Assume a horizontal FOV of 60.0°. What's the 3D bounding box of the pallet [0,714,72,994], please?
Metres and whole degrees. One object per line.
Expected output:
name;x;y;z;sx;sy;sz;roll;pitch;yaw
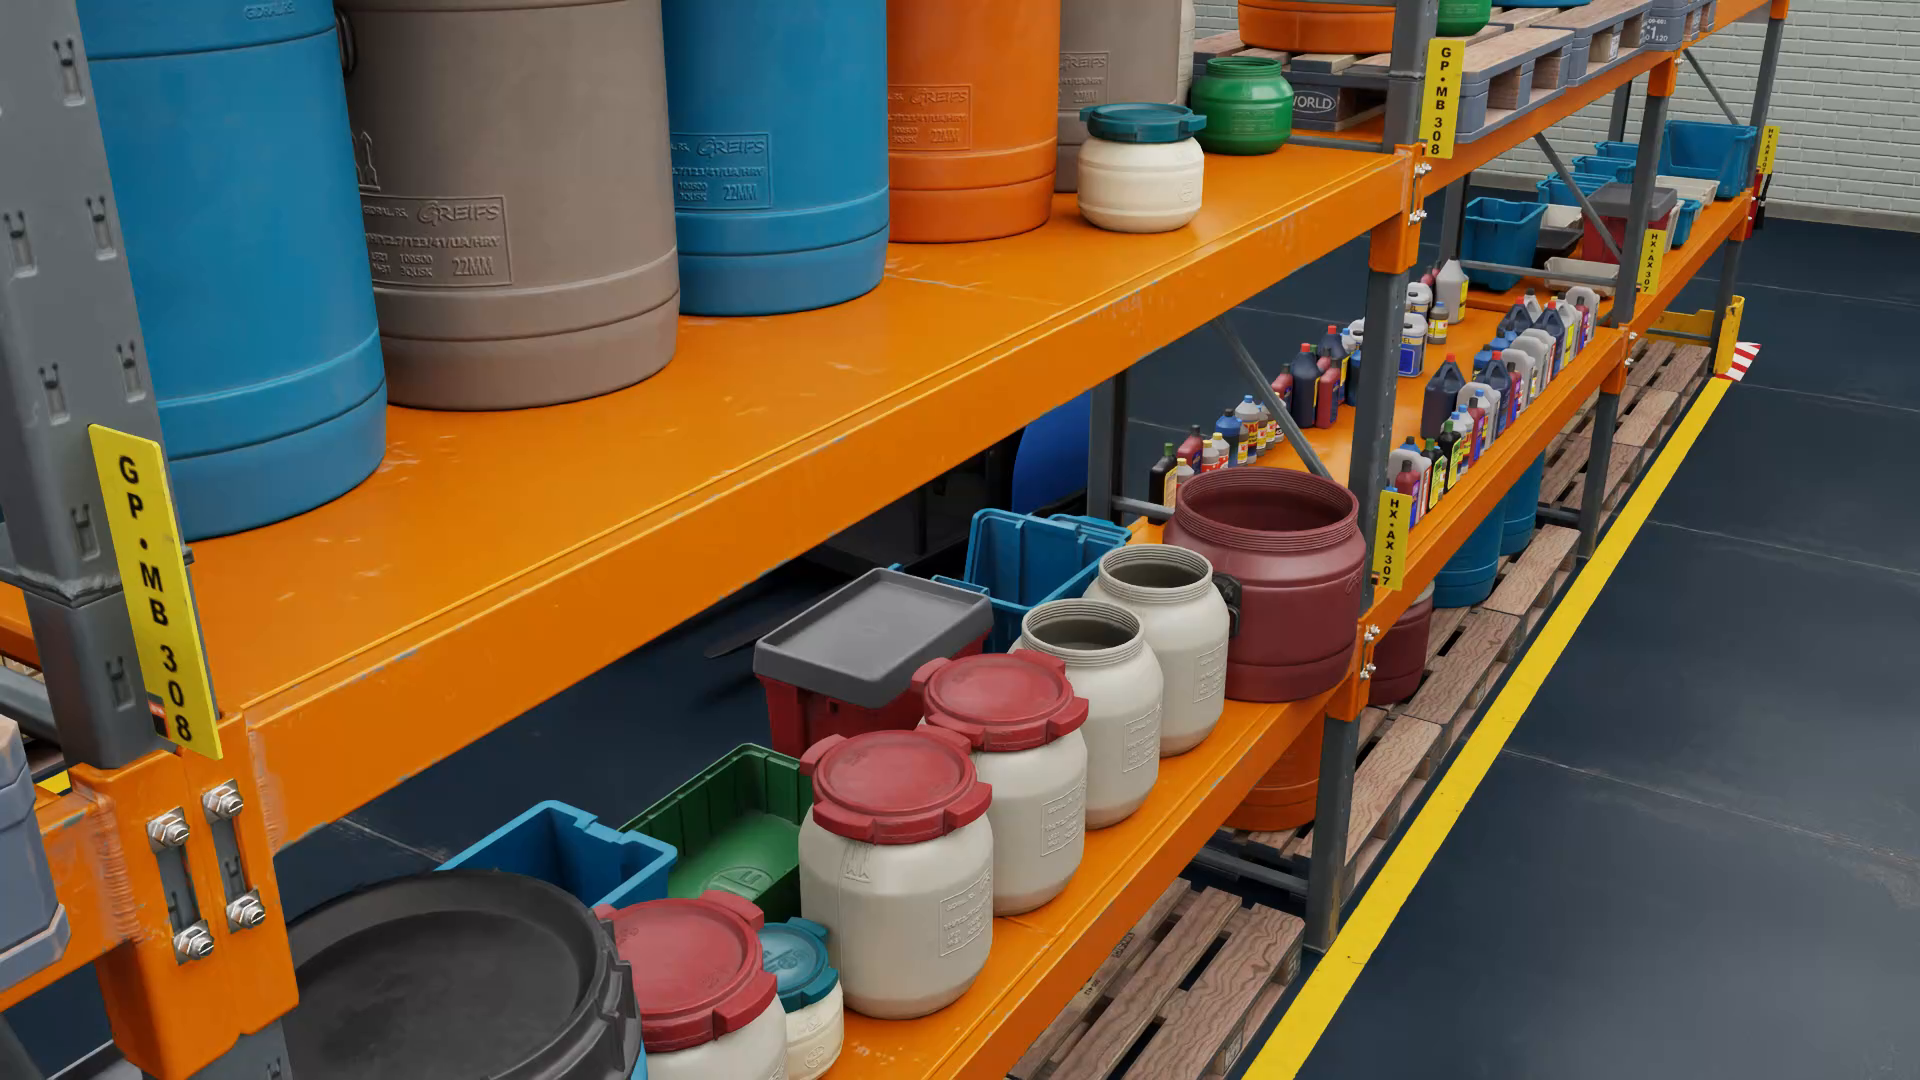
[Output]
pallet;-1.514;0.289;1.268;1.213;0.211;1.003;14;27;29

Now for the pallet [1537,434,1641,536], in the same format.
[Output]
pallet;3.358;-0.362;9.820;1.003;0.211;1.213;14;27;29

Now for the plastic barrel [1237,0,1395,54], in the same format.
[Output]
plastic barrel;1.196;-1.992;5.231;0.600;0.830;0.708;14;27;29

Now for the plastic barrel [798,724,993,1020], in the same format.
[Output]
plastic barrel;-0.138;0.728;3.621;0.433;0.535;0.433;0;23;0

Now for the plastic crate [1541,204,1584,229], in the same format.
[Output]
plastic crate;3.667;-1.942;10.217;0.293;0.136;0.466;14;27;29

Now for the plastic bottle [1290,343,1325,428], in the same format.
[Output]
plastic bottle;1.467;-0.669;7.082;0.144;0.351;0.185;14;27;29

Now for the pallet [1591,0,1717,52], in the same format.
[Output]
pallet;2.673;-2.390;7.457;1.213;0.211;1.003;14;27;29

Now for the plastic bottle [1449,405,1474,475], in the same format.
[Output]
plastic bottle;1.968;-0.399;6.559;0.097;0.271;0.097;0;23;0

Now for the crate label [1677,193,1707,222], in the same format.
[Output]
crate label;4.546;-2.134;10.661;0.396;0.136;0.243;14;27;29

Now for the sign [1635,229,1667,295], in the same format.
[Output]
sign;3.470;-1.396;8.351;0.100;0.325;0.005;14;27;29

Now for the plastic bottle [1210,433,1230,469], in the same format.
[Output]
plastic bottle;0.994;-0.316;6.453;0.097;0.201;0.097;0;23;0

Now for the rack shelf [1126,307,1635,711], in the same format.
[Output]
rack shelf;1.949;-0.380;7.257;1.077;0.370;4.000;14;27;29

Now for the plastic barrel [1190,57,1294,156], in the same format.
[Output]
plastic barrel;0.807;-1.246;4.773;0.294;0.245;0.294;0;23;0

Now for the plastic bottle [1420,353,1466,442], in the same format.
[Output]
plastic bottle;2.015;-0.598;6.918;0.144;0.351;0.185;14;27;29

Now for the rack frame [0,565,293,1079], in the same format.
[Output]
rack frame;-1.216;1.315;2.436;1.000;3.000;0.127;14;27;29

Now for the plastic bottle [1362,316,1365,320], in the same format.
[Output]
plastic bottle;1.947;-0.939;7.800;0.152;0.276;0.135;14;27;29

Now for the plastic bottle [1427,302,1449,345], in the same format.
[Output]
plastic bottle;2.358;-1.074;8.205;0.097;0.201;0.097;0;23;0

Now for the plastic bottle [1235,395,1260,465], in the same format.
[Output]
plastic bottle;1.148;-0.446;6.667;0.097;0.271;0.097;0;23;0

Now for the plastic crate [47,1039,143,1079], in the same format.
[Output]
plastic crate;-1.221;1.058;2.949;0.402;0.464;0.583;14;27;29

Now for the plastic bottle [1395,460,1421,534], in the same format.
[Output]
plastic bottle;1.609;-0.161;5.993;0.061;0.283;0.133;14;27;29

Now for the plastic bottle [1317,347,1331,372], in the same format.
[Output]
plastic bottle;1.567;-0.688;7.210;0.061;0.283;0.133;14;27;29

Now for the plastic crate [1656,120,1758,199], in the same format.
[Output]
plastic crate;5.096;-2.627;11.422;0.616;0.435;0.499;14;27;29

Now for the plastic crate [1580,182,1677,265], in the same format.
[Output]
plastic crate;3.688;-1.691;9.224;0.402;0.464;0.583;14;27;29

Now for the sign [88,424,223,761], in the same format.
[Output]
sign;-0.755;0.053;1.564;0.100;0.325;0.005;14;27;29

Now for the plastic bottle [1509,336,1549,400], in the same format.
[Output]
plastic bottle;2.541;-0.788;7.452;0.152;0.276;0.135;14;27;29

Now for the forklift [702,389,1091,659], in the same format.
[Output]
forklift;-0.403;-1.155;8.228;1.130;2.935;3.031;18;29;36

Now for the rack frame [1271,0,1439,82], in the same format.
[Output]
rack frame;0.894;-2.788;4.363;1.000;3.000;0.127;14;27;29

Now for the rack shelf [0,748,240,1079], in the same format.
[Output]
rack shelf;-2.271;0.944;0.424;1.077;0.370;4.000;14;27;29

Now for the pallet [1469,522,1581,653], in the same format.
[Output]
pallet;2.561;0.146;8.646;1.003;0.211;1.213;14;27;29

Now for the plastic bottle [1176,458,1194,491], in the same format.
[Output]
plastic bottle;0.821;-0.205;6.197;0.097;0.201;0.097;0;23;0

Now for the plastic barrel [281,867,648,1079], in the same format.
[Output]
plastic barrel;-0.755;1.018;2.491;0.600;0.901;0.708;14;27;29

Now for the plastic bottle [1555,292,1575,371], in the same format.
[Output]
plastic bottle;2.797;-0.984;7.808;0.144;0.351;0.185;14;27;29

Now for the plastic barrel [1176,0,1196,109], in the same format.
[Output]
plastic barrel;0.469;-1.422;4.843;0.421;0.512;0.421;0;23;0

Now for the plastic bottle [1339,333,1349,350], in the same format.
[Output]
plastic bottle;1.689;-0.792;7.467;0.097;0.271;0.097;0;23;0

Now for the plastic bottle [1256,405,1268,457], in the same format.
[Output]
plastic bottle;1.199;-0.447;6.757;0.097;0.201;0.097;0;23;0

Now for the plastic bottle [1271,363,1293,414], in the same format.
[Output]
plastic bottle;1.347;-0.593;6.991;0.061;0.283;0.133;14;27;29

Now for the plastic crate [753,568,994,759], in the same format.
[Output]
plastic crate;-0.219;0.417;4.431;0.402;0.464;0.583;14;27;29

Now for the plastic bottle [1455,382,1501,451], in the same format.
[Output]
plastic bottle;2.128;-0.524;6.842;0.152;0.276;0.135;14;27;29

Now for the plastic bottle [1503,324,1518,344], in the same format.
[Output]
plastic bottle;2.496;-0.851;7.603;0.097;0.271;0.097;0;23;0

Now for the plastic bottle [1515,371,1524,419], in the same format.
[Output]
plastic bottle;2.380;-0.631;7.182;0.097;0.201;0.097;0;23;0

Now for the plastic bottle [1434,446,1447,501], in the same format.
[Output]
plastic bottle;1.795;-0.257;6.317;0.097;0.201;0.097;0;23;0

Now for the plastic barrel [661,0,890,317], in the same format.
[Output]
plastic barrel;-0.443;-0.950;3.262;0.600;0.901;0.708;14;27;29

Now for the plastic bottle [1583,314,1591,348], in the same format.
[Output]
plastic bottle;3.032;-1.048;8.146;0.097;0.201;0.097;0;23;0

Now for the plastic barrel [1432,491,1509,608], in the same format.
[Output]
plastic barrel;2.329;-0.196;8.039;0.600;0.901;0.708;14;27;29

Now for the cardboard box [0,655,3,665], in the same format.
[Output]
cardboard box;-4.183;0.481;6.589;0.500;0.311;0.500;15;27;30

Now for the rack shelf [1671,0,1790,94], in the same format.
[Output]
rack shelf;4.059;-3.106;9.780;1.077;0.370;4.000;14;27;29

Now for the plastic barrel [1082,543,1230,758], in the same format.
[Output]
plastic barrel;0.532;0.306;4.627;0.421;0.512;0.421;0;23;0

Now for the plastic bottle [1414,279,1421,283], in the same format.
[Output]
plastic bottle;2.281;-1.171;8.341;0.097;0.271;0.097;0;23;0

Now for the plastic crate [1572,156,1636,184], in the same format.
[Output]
plastic crate;4.356;-2.449;11.267;0.416;0.233;0.300;14;27;29
